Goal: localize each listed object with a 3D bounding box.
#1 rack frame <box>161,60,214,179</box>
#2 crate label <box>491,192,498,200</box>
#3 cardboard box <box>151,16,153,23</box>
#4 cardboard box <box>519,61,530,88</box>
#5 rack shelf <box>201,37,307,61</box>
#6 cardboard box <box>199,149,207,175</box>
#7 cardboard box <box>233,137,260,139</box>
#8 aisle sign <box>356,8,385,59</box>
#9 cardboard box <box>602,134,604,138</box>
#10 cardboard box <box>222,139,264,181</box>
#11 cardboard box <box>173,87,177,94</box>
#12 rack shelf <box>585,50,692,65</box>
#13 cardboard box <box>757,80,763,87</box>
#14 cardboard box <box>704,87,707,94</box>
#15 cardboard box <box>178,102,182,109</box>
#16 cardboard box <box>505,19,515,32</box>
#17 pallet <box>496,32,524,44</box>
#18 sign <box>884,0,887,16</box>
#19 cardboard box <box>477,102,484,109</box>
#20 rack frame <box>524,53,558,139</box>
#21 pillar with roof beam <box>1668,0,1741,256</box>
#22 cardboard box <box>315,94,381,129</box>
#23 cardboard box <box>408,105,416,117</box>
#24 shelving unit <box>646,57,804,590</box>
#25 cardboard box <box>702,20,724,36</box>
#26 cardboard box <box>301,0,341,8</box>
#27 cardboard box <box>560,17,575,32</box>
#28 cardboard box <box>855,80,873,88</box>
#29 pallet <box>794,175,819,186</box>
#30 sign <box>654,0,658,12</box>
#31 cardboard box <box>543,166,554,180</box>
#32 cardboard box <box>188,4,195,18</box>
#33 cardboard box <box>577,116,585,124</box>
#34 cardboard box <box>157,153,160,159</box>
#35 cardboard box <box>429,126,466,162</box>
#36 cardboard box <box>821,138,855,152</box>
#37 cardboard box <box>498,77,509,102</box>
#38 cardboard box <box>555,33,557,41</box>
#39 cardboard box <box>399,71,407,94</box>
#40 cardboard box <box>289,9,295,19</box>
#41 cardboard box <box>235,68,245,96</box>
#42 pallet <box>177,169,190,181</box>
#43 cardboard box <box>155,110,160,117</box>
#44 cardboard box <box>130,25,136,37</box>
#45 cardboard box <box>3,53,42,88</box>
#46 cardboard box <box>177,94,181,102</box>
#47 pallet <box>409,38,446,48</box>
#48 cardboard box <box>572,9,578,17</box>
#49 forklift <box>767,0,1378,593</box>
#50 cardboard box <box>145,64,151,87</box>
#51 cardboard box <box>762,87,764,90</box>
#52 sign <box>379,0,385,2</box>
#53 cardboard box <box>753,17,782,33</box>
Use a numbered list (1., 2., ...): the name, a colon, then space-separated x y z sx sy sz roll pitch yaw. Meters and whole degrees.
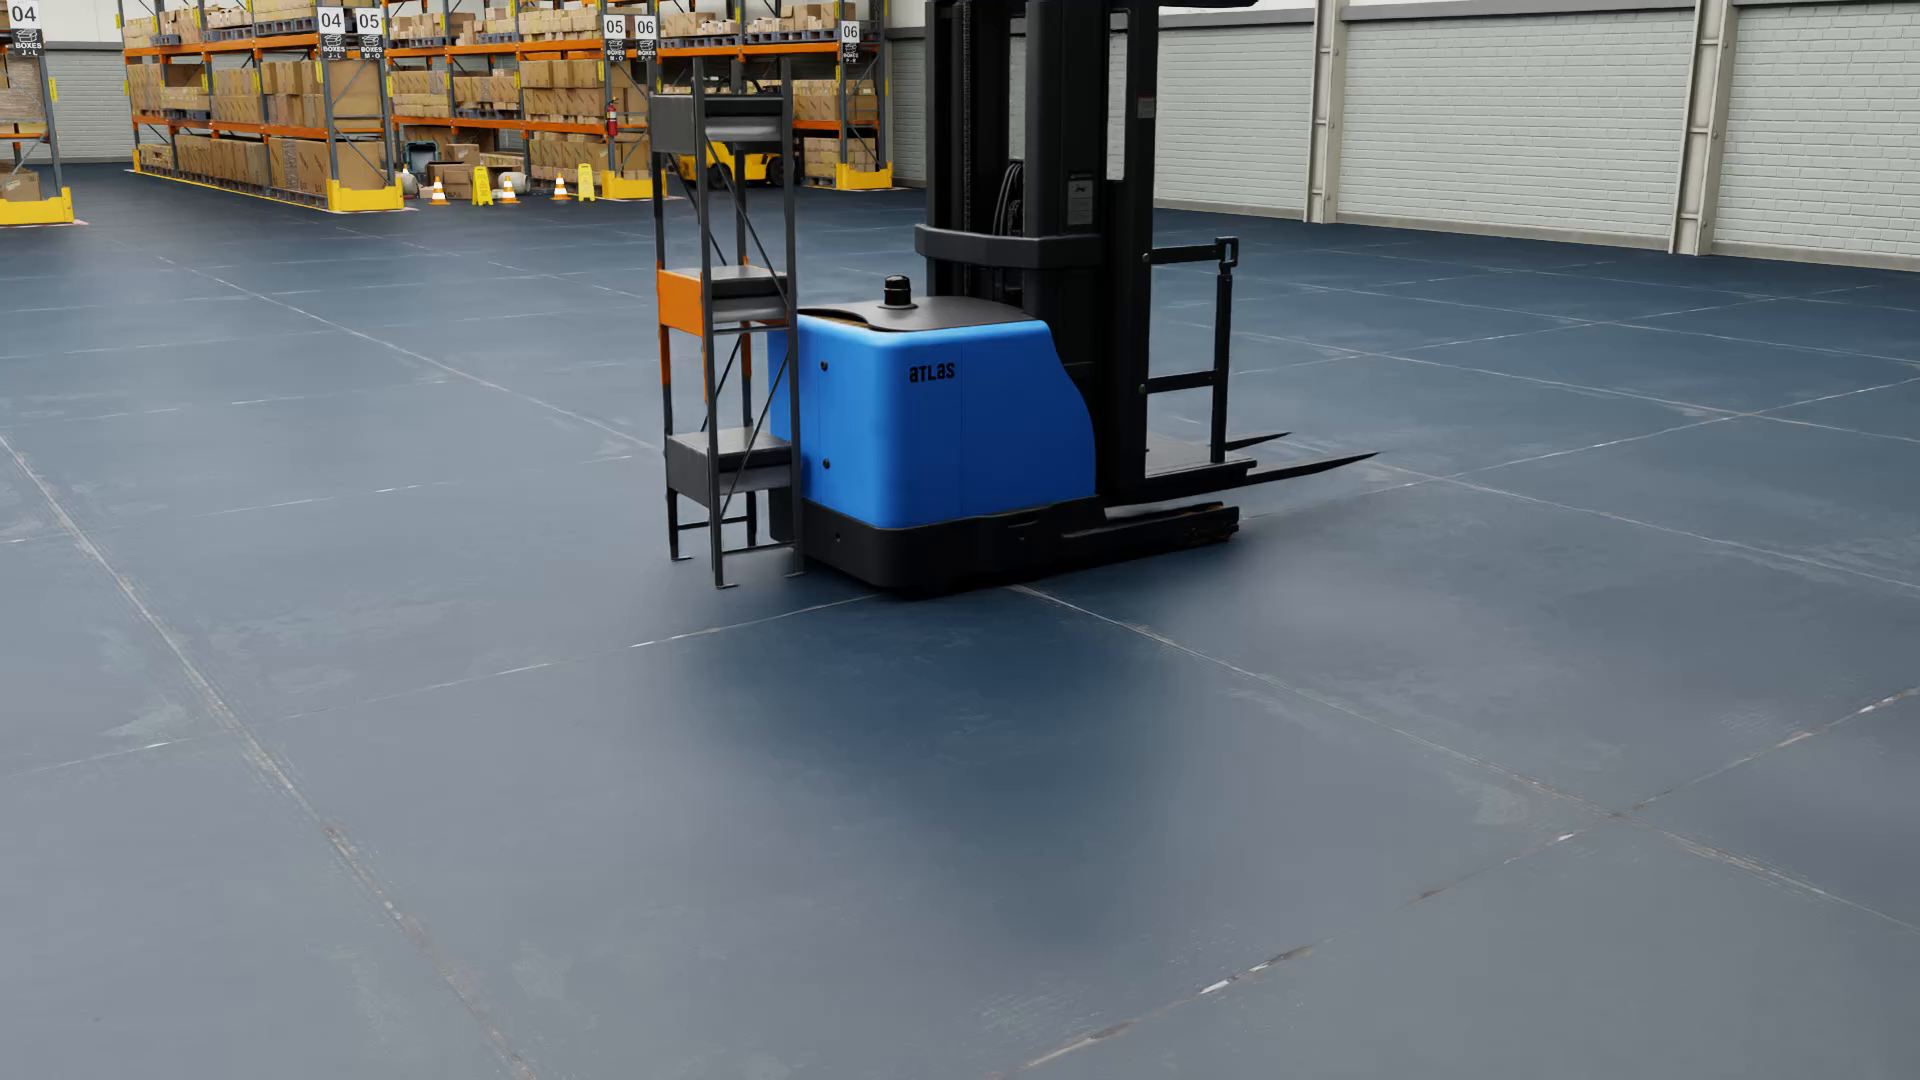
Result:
1. rack frame: -16.949 -9.522 36.685 1.000 3.000 0.127 -11 19 -35
2. crate label: -8.456 -6.174 29.874 0.298 0.136 0.250 7 17 23
3. cardboard box: -17.518 -11.409 36.480 0.380 0.149 0.250 -10 18 -33
4. cardboard box: -8.217 -9.150 32.679 0.700 0.500 0.500 -11 19 -35
5. rack shelf: -13.421 -9.341 31.703 1.077 0.370 4.000 -11 19 -35
6. cardboard box: -15.498 -7.876 34.611 0.500 0.500 0.500 -10 18 -32
7. cardboard box: -14.807 -8.211 34.415 0.500 0.250 0.500 -12 19 -37
8. aisle sign: -9.609 -8.245 27.094 0.394 0.787 0.004 -11 19 -35
9. cardboard box: -8.996 -10.275 42.147 0.380 0.149 0.250 -10 18 -32
10. cardboard box: -13.795 -7.455 32.599 1.050 0.750 0.750 -11 19 -34
11. cardboard box: -16.329 -9.459 35.008 0.380 0.149 0.250 -10 18 -32
12. rack shelf: -7.816 -11.756 40.527 1.077 0.370 4.000 -11 19 -35
13. cardboard box: -4.099 -9.726 35.449 0.380 0.149 0.250 -11 19 -34
14. cardboard box: -5.662 -10.087 37.332 0.380 0.149 0.250 -11 19 -36
15. cardboard box: -16.172 -9.116 34.880 0.380 0.149 0.250 -12 19 -37
16. cardboard box: -8.761 -10.283 33.271 0.500 0.250 0.500 -11 19 -36
17. pallet: -8.578 -10.108 33.500 1.213 0.211 1.003 -11 19 -35
18. sign: -1.484 -10.512 32.815 0.100 0.325 0.005 -11 19 -35
19. cardboard box: -9.999 -9.209 35.220 0.380 0.149 0.250 -10 18 -31
20. rack frame: -11.344 -11.937 45.510 1.000 3.000 0.127 -11 19 -35
21. pillar with roof beam: 5.485 -7.191 16.804 9.100 9.000 0.400 -11 19 -35
22. cardboard box: -10.148 -7.104 27.567 0.875 0.550 0.550 -11 19 -35
23. cardboard box: -12.365 -9.883 38.286 0.500 0.250 0.500 -11 19 -35
24. shelving unit: -0.960 -0.891 6.853 0.431 2.100 0.503 -9 18 -30
25. cardboard box: -5.362 -11.310 36.720 0.500 0.311 0.500 -12 19 -36
26. cardboard box: -10.407 -8.790 27.062 0.500 0.250 0.500 -11 19 -34
27. cardboard box: -7.071 -9.553 30.835 0.500 0.250 0.500 -10 18 -33
28. cardboard box: -1.961 -9.130 33.272 0.380 0.149 0.250 -11 19 -36
29. pallet: -3.133 -7.593 34.919 1.003 0.211 1.213 -11 19 -35
30. sign: -5.510 -9.702 30.005 0.100 0.325 0.005 -11 19 -35
31. cardboard box: -7.849 -7.200 32.613 0.500 0.250 0.500 -10 18 -31
32. cardboard box: -15.359 -10.686 33.614 0.396 0.266 0.258 -11 19 -35
33. cardboard box: -6.890 -7.820 30.943 0.380 0.149 0.250 -10 18 -34
34. cardboard box: -18.381 -8.925 38.544 0.380 0.149 0.250 -10 18 -32
35. cardboard box: -11.513 -8.987 37.960 0.875 0.875 0.875 -11 19 -34
36. cardboard box: -2.459 -7.929 33.385 0.500 0.250 0.500 -10 18 -33
37. cardboard box: -9.051 -9.167 33.838 0.500 0.500 0.500 -11 19 -34
38. cardboard box: -7.408 -9.495 31.379 0.380 0.149 0.250 -11 19 -34
39. cardboard box: -12.657 -10.600 38.538 0.500 0.500 0.500 -11 19 -35
40. cardboard box: -10.962 -8.772 27.753 0.380 0.149 0.250 -11 19 -35
41. cardboard box: -13.439 -8.775 31.872 0.700 0.500 0.500 -11 19 -35
42. pallet: -16.490 -8.011 36.446 1.003 0.211 1.213 -11 19 -35
43. cardboard box: -17.970 -9.642 37.600 0.380 0.149 0.250 -12 19 -37
44. cardboard box: -18.658 -11.637 38.066 0.500 0.250 0.500 -11 19 -34
45. cardboard box: -14.068 -7.045 24.988 0.500 0.500 0.500 -11 19 -35
46. cardboard box: -16.168 -9.258 34.836 0.380 0.149 0.250 -11 19 -36
47. pallet: -11.734 -11.181 37.422 1.003 0.211 1.213 -10 18 -32
48. cardboard box: -6.918 -9.714 30.671 0.380 0.149 0.250 -11 19 -35
49. forklift: 0.661 -1.483 7.443 3.031 2.935 1.130 -10 18 -33
50. cardboard box: -18.042 -10.476 37.521 0.500 0.500 0.500 -10 18 -33
51. cardboard box: -3.984 -9.521 35.262 0.380 0.149 0.250 -11 19 -35
52. sign: -9.441 -8.951 27.111 0.100 0.325 0.005 -11 19 -35
53. cardboard box: -3.996 -10.814 34.907 0.500 0.311 0.500 -10 18 -33
